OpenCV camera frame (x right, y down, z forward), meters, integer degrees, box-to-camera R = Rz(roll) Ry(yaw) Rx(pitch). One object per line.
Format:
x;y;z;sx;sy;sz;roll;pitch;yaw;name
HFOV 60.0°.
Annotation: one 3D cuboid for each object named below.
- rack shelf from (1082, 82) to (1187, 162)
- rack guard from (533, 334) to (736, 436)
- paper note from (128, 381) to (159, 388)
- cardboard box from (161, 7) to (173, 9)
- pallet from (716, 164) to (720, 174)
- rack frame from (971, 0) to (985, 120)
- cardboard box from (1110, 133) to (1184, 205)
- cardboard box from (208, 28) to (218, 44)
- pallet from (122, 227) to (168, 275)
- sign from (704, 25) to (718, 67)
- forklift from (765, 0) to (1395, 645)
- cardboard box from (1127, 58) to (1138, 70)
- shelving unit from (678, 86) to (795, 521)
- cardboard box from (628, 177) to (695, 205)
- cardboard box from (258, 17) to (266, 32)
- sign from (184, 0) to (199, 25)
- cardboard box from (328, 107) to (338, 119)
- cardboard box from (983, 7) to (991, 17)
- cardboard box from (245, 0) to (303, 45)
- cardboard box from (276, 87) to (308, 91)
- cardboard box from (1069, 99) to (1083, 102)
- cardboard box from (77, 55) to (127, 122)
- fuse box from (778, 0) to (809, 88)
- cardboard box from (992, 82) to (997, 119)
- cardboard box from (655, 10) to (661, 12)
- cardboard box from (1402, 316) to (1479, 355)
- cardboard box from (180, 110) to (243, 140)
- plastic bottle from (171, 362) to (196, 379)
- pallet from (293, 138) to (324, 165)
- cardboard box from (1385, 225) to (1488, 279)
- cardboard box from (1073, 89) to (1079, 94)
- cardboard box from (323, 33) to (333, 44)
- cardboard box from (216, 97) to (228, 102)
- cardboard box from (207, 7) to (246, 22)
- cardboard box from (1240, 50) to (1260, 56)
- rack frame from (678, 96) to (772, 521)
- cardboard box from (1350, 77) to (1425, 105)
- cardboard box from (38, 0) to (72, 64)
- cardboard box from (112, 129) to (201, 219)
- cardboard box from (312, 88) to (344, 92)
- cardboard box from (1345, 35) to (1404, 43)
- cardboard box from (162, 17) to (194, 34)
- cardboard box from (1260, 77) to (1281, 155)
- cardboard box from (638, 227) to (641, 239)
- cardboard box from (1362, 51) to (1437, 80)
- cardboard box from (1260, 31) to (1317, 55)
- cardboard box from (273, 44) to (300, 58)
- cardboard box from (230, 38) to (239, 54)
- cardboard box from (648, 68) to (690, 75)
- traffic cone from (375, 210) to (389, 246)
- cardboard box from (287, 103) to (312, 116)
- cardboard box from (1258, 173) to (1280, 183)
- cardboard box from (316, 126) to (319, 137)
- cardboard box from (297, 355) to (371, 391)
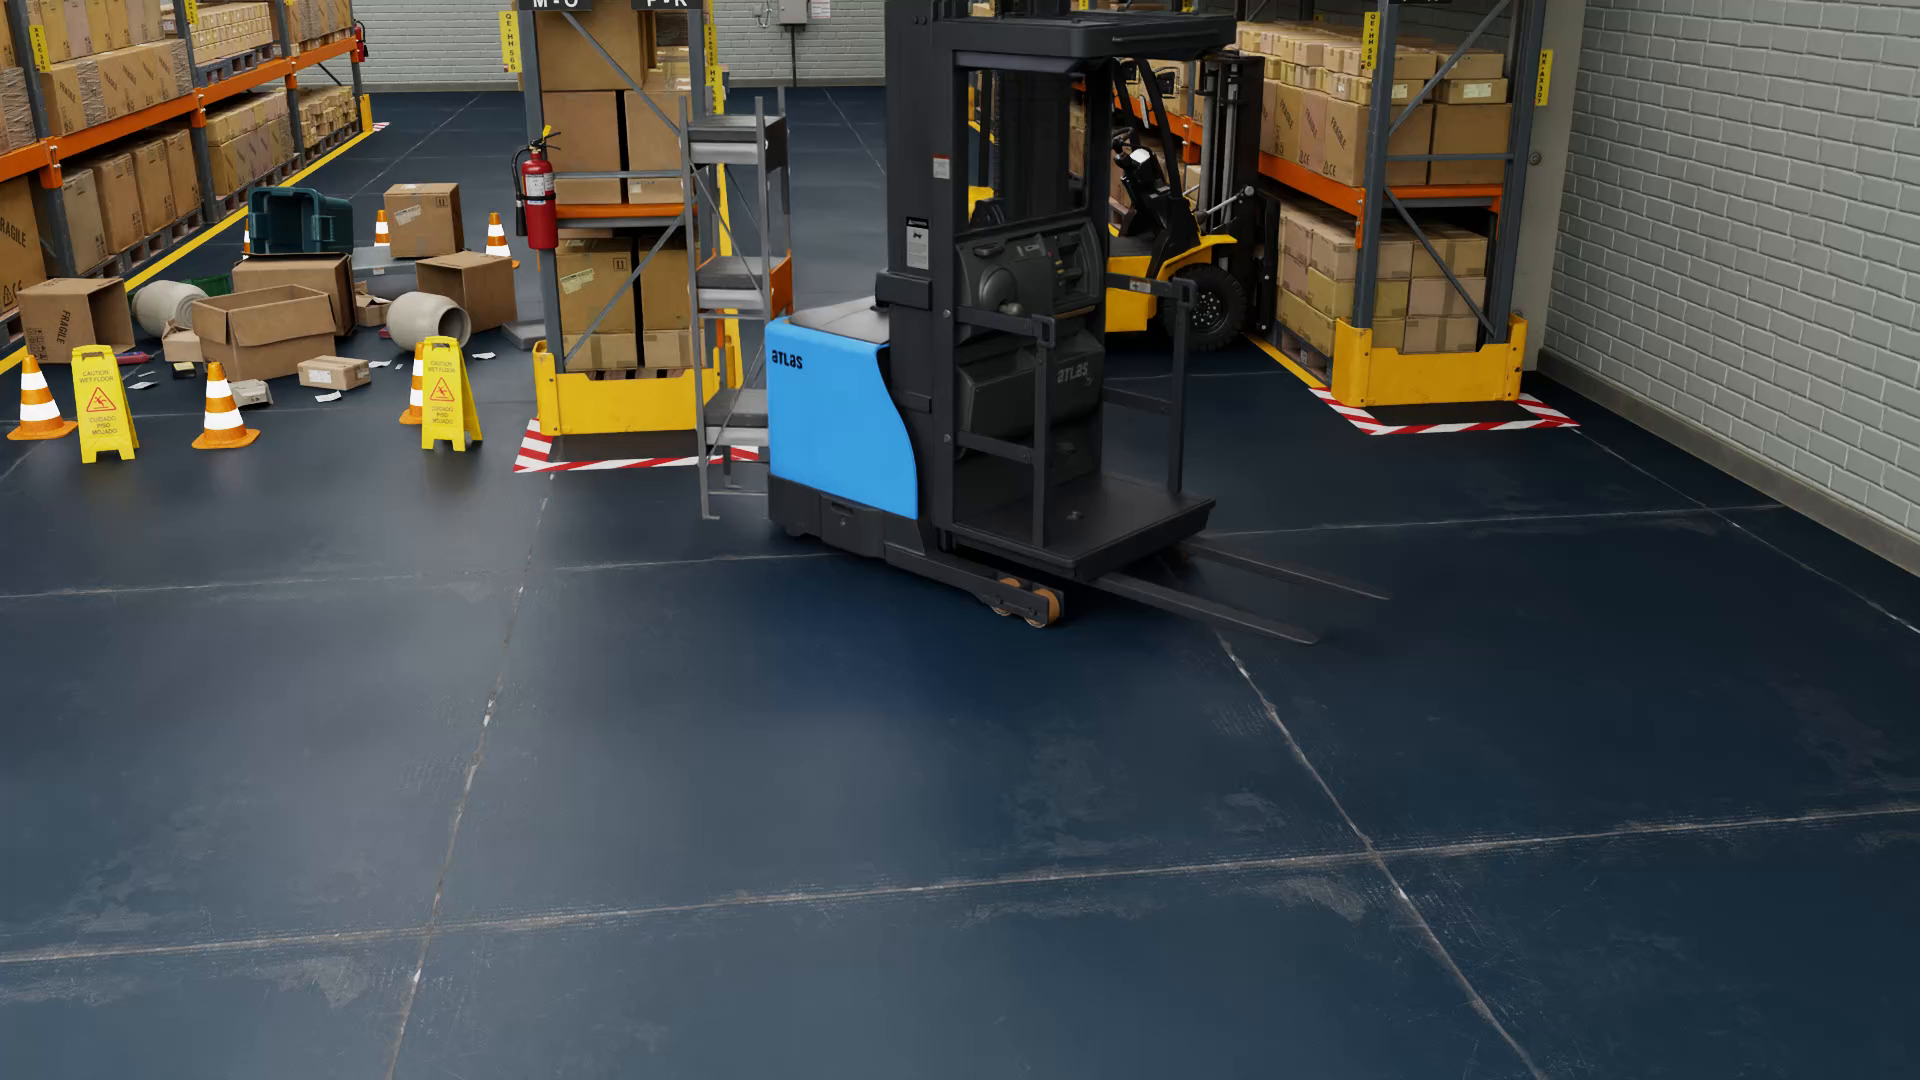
2.116;-4.076;15.870;1.077;0.370;4.000;-3;21;-8;rack shelf
-1.942;-0.939;10.016;1.175;0.500;0.348;-3;21;-8;rack guard
-5.355;-1.021;10.910;0.144;0.017;0.142;4;21;11;paper note
-8.791;-5.792;18.344;0.380;0.149;0.250;-3;21;-8;cardboard box
-3.296;-4.245;19.281;1.003;0.211;1.213;-3;21;-8;pallet
0.674;-7.875;25.014;1.000;3.000;0.127;-3;21;-8;rack frame
2.006;-3.747;16.755;0.875;0.625;0.625;-2;21;-6;cardboard box
-7.958;-5.238;17.287;0.380;0.149;0.250;-3;21;-8;cardboard box
-7.756;-2.564;14.780;1.003;0.211;1.213;-3;21;-8;pallet
-1.972;-3.904;13.145;0.100;0.325;0.005;-3;21;-8;sign
0.477;-1.200;7.239;3.031;2.935;1.130;18;27;39;forklift
1.877;-4.572;15.670;0.500;0.250;0.500;-3;21;-7;cardboard box
-1.091;-1.173;8.357;0.431;2.100;0.503;2;21;6;shelving unit
-1.775;-2.094;9.895;0.380;0.149;0.250;-3;21;-8;cardboard box
-8.253;-5.953;19.202;0.380;0.149;0.250;-3;21;-7;cardboard box
-7.419;-5.140;16.037;0.100;0.325;0.005;-3;21;-8;sign
-8.580;-5.723;22.300;0.380;0.149;0.250;-2;21;-5;cardboard box
0.622;-7.424;23.594;0.500;0.250;0.500;-3;21;-9;cardboard box
-8.366;-6.324;20.293;0.500;0.500;0.500;-3;21;-9;cardboard box
-9.382;-6.280;23.368;0.380;0.149;0.250;-4;21;-10;cardboard box
1.357;-5.141;19.739;0.380;0.149;0.250;-3;21;-8;cardboard box
-7.344;-3.774;13.892;0.500;0.500;0.500;-3;21;-8;cardboard box
-2.973;-9.026;29.938;0.539;1.711;0.414;-3;21;-8;fuse box
0.730;-6.198;23.497;0.500;0.500;0.500;-3;21;-7;cardboard box
-2.364;-4.202;14.010;0.500;0.500;0.500;-3;21;-8;cardboard box
3.103;-1.424;11.071;0.500;0.250;0.500;-3;21;-8;cardboard box
-7.901;-4.372;17.536;0.500;0.250;0.500;-3;21;-8;cardboard box
-5.237;-1.151;11.212;0.133;0.061;0.283;-11;23;-26;plastic bottle
-8.676;-4.878;20.976;1.003;0.211;1.213;-3;21;-8;pallet
3.098;-1.888;10.885;0.500;0.250;0.500;-3;21;-9;cardboard box
1.632;-5.616;21.011;0.380;0.149;0.250;-3;21;-8;cardboard box
-8.676;-6.768;22.410;0.380;0.149;0.250;-4;21;-10;cardboard box
-8.620;-4.877;18.889;0.500;0.250;0.500;-2;21;-6;cardboard box
-8.148;-5.824;18.430;0.380;0.149;0.250;-4;21;-10;cardboard box
2.292;-3.589;12.468;0.380;0.149;0.250;-3;21;-8;cardboard box
-1.118;-1.088;8.129;0.400;2.100;0.015;2;21;6;rack frame
2.653;-2.792;10.334;0.380;0.149;0.250;-3;21;-7;cardboard box
-7.545;-4.049;13.197;0.700;0.500;0.500;-3;21;-9;cardboard box
-7.969;-3.496;15.905;1.050;0.750;0.750;-3;21;-8;cardboard box
-8.815;-6.218;23.202;0.380;0.149;0.250;-3;21;-7;cardboard box
2.949;-3.489;11.776;0.380;0.149;0.250;-3;21;-7;cardboard box
-7.843;-5.098;16.487;0.380;0.149;0.250;-3;21;-8;cardboard box
2.427;-3.070;12.007;0.500;0.500;0.500;-3;21;-7;cardboard box
-2.449;-1.963;11.444;0.500;0.500;0.500;-3;21;-9;cardboard box
2.720;-2.939;10.302;0.380;0.149;0.250;-3;21;-8;cardboard box
2.420;-3.643;12.188;0.380;0.149;0.250;-3;21;-8;cardboard box
-8.261;-5.951;20.221;0.380;0.149;0.250;-2;21;-6;cardboard box
-8.062;-5.362;18.045;0.380;0.149;0.250;-4;21;-10;cardboard box
-1.877;-2.803;10.867;0.500;0.500;0.500;-3;21;-9;cardboard box
-5.103;-2.689;14.754;0.336;0.463;0.334;-3;21;-8;traffic cone
-8.516;-5.496;21.268;0.380;0.149;0.250;-3;21;-9;cardboard box
2.227;-2.736;13.156;0.500;0.250;0.500;-3;21;-8;cardboard box
-8.564;-5.310;21.619;0.380;0.149;0.250;-4;21;-10;cardboard box
-4.119;-1.100;10.948;0.380;0.149;0.250;8;22;20;cardboard box
